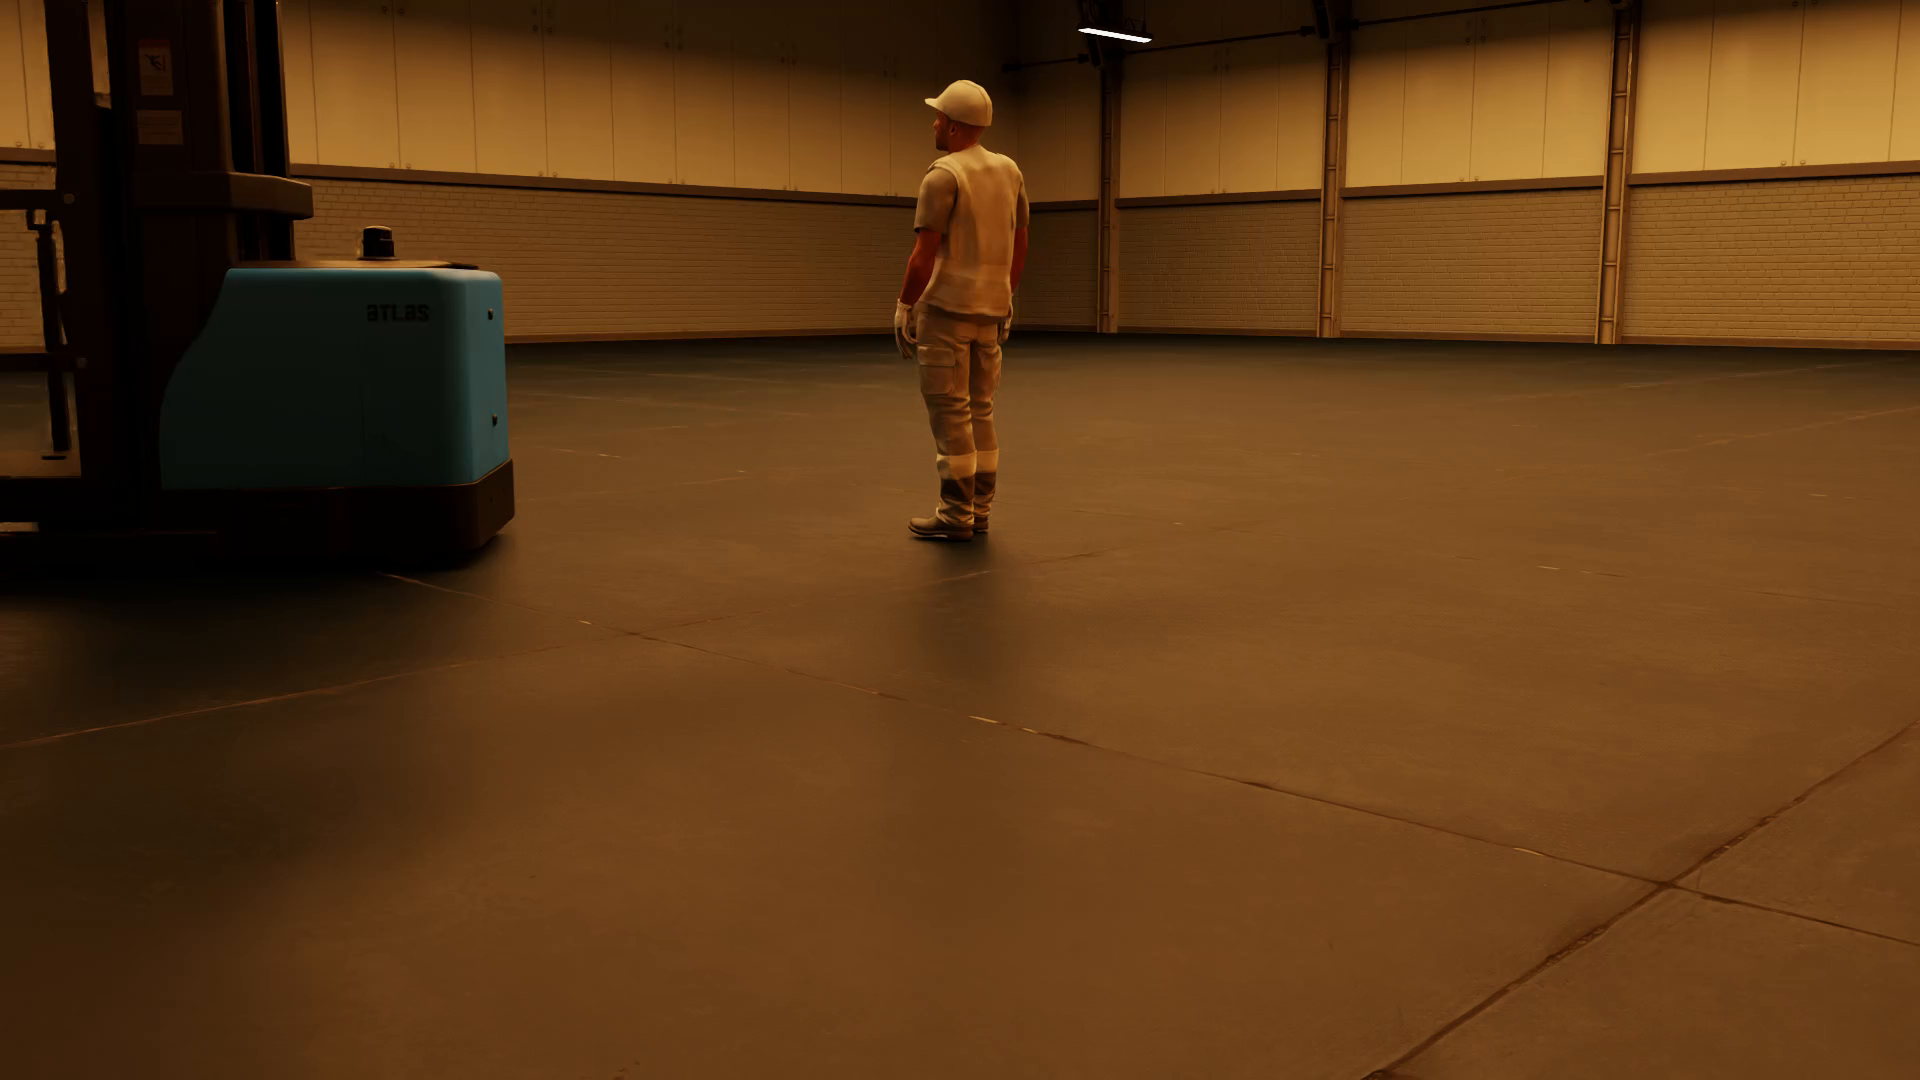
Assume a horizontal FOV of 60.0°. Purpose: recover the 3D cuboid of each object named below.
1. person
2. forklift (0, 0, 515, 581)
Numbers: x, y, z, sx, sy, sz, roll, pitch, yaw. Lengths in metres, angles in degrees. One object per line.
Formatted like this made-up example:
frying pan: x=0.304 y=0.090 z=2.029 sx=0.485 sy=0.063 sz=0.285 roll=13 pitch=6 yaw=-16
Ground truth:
person: x=-0.051 y=-0.901 z=6.646 sx=0.562 sy=1.789 sz=0.638 roll=8 pitch=12 yaw=43
forklift: x=-3.300 y=-1.388 z=6.091 sx=3.031 sy=2.935 sz=1.130 roll=-1 pitch=9 yaw=-7
